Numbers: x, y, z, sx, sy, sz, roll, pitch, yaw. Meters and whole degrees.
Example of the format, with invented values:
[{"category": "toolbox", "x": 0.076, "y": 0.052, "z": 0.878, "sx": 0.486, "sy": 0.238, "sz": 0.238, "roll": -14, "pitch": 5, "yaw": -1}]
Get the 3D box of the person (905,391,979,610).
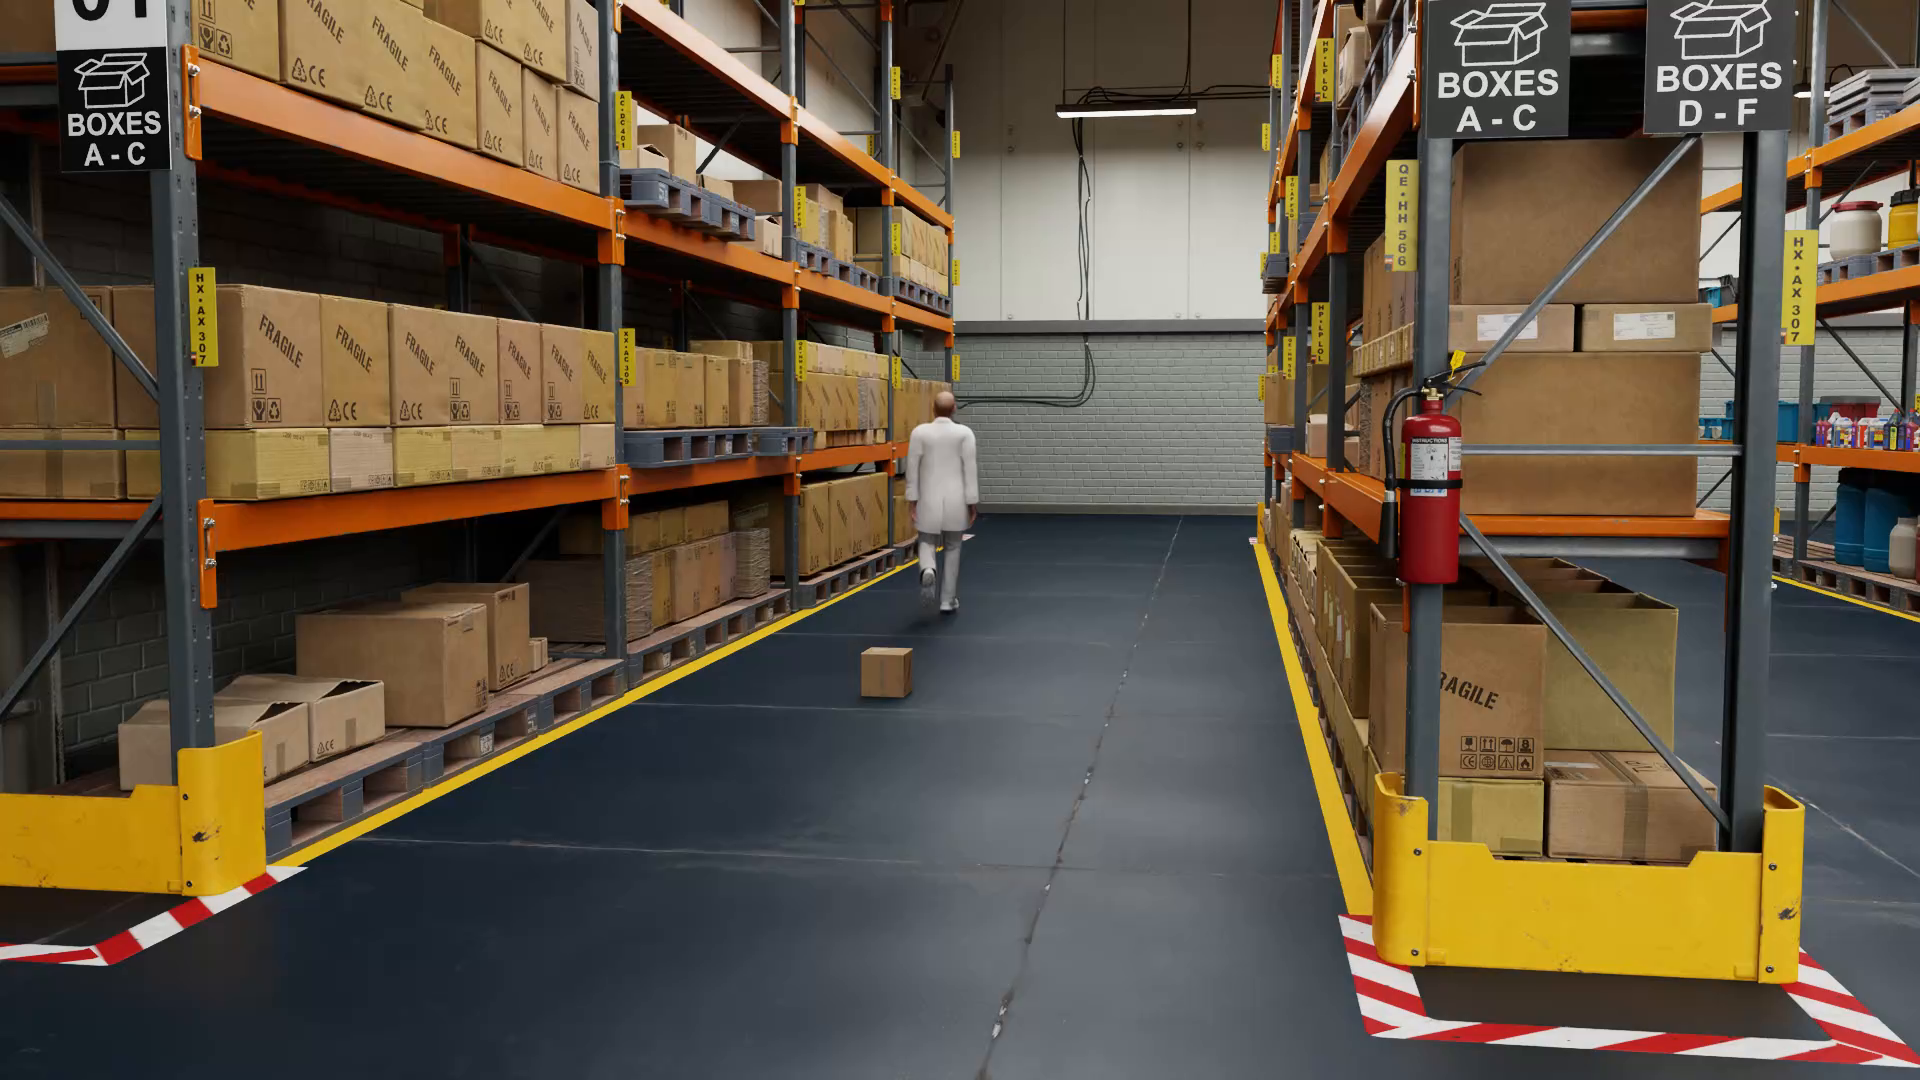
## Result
[{"category": "person", "x": -0.145, "y": -0.307, "z": 13.331, "sx": 0.596, "sy": 1.765, "sz": 0.666, "roll": 0, "pitch": 4, "yaw": 3}]
